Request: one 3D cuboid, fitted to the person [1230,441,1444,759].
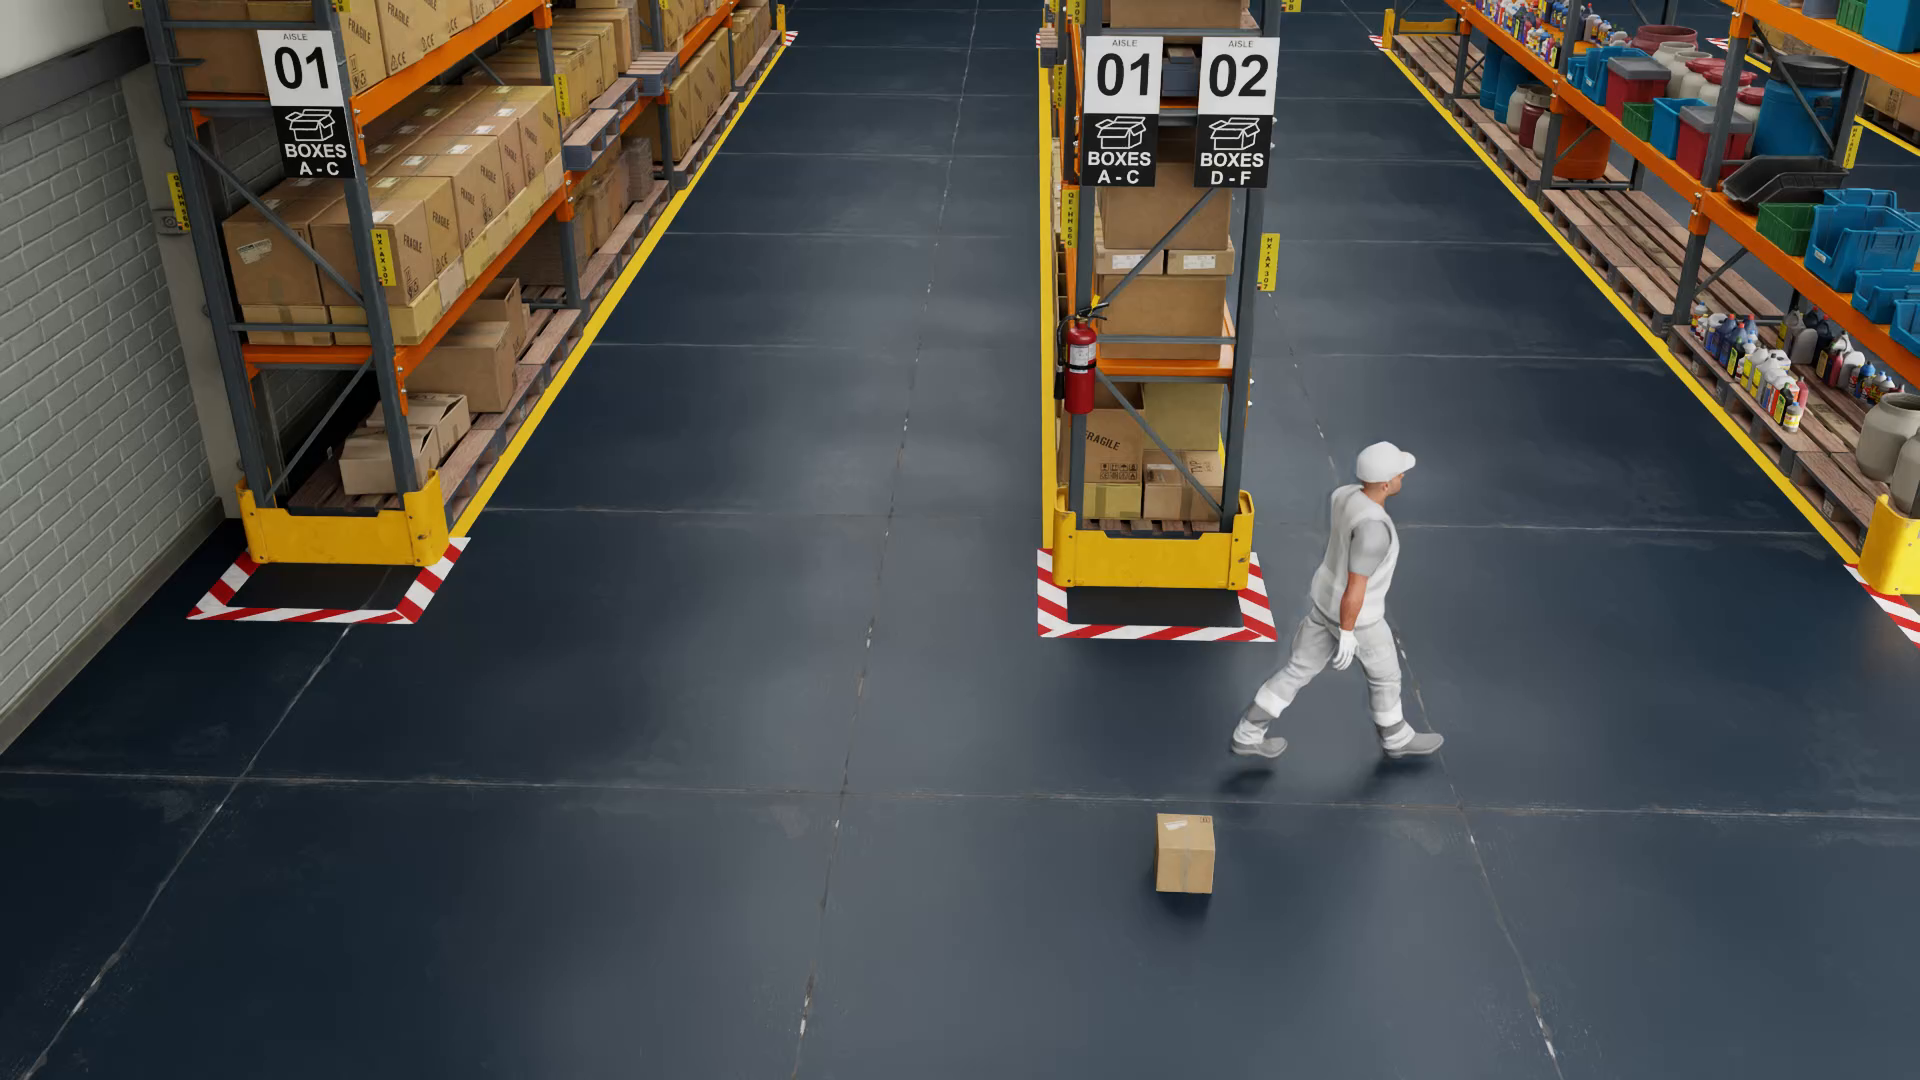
[{"bbox_3d":[1.884,0.321,8.010,1.088,1.738,0.575,-6,28,-11],"label":"person"}]
